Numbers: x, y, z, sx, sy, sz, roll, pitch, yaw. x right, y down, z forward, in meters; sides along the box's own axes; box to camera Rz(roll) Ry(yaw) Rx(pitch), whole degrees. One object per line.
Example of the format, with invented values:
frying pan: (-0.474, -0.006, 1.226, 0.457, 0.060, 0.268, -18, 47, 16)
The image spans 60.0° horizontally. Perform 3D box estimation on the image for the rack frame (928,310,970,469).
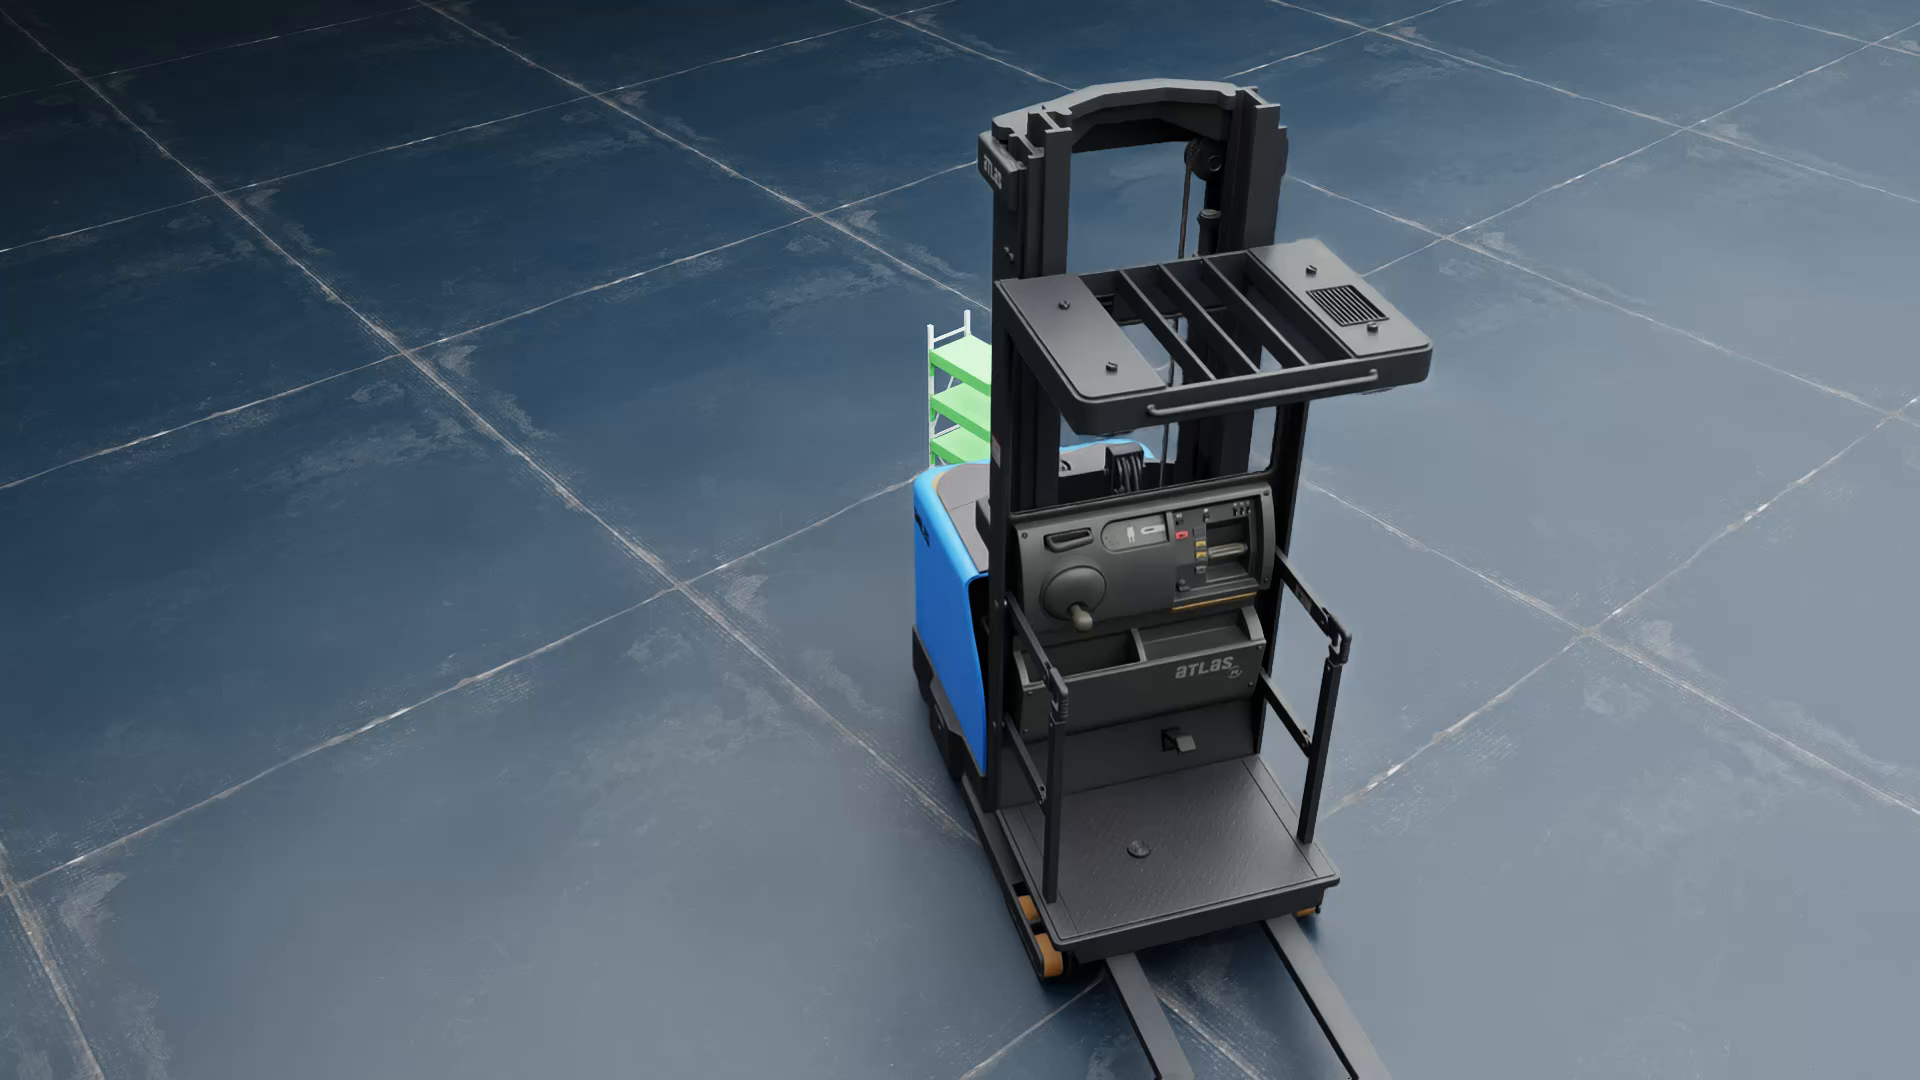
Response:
rack frame: (-0.051, -0.524, 7.952, 0.240, 1.200, 0.015, -26, 43, -32)

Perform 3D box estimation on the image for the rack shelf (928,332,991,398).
rack shelf: (0.107, -0.756, 7.560, 0.258, 0.148, 0.480, -26, 43, -32)

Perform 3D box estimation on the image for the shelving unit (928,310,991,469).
shelving unit: (0.107, -0.417, 7.800, 0.258, 1.200, 0.503, -26, 43, -32)

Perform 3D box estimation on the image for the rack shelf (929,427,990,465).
rack shelf: (0.107, -0.364, 7.837, 0.258, 0.148, 0.480, -26, 43, -32)

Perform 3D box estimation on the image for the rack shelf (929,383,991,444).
rack shelf: (0.107, -0.560, 7.698, 0.258, 0.148, 0.480, -26, 43, -32)

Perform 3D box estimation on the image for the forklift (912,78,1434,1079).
forklift: (0.709, 0.127, 5.534, 1.130, 2.935, 3.031, -10, 37, -14)
